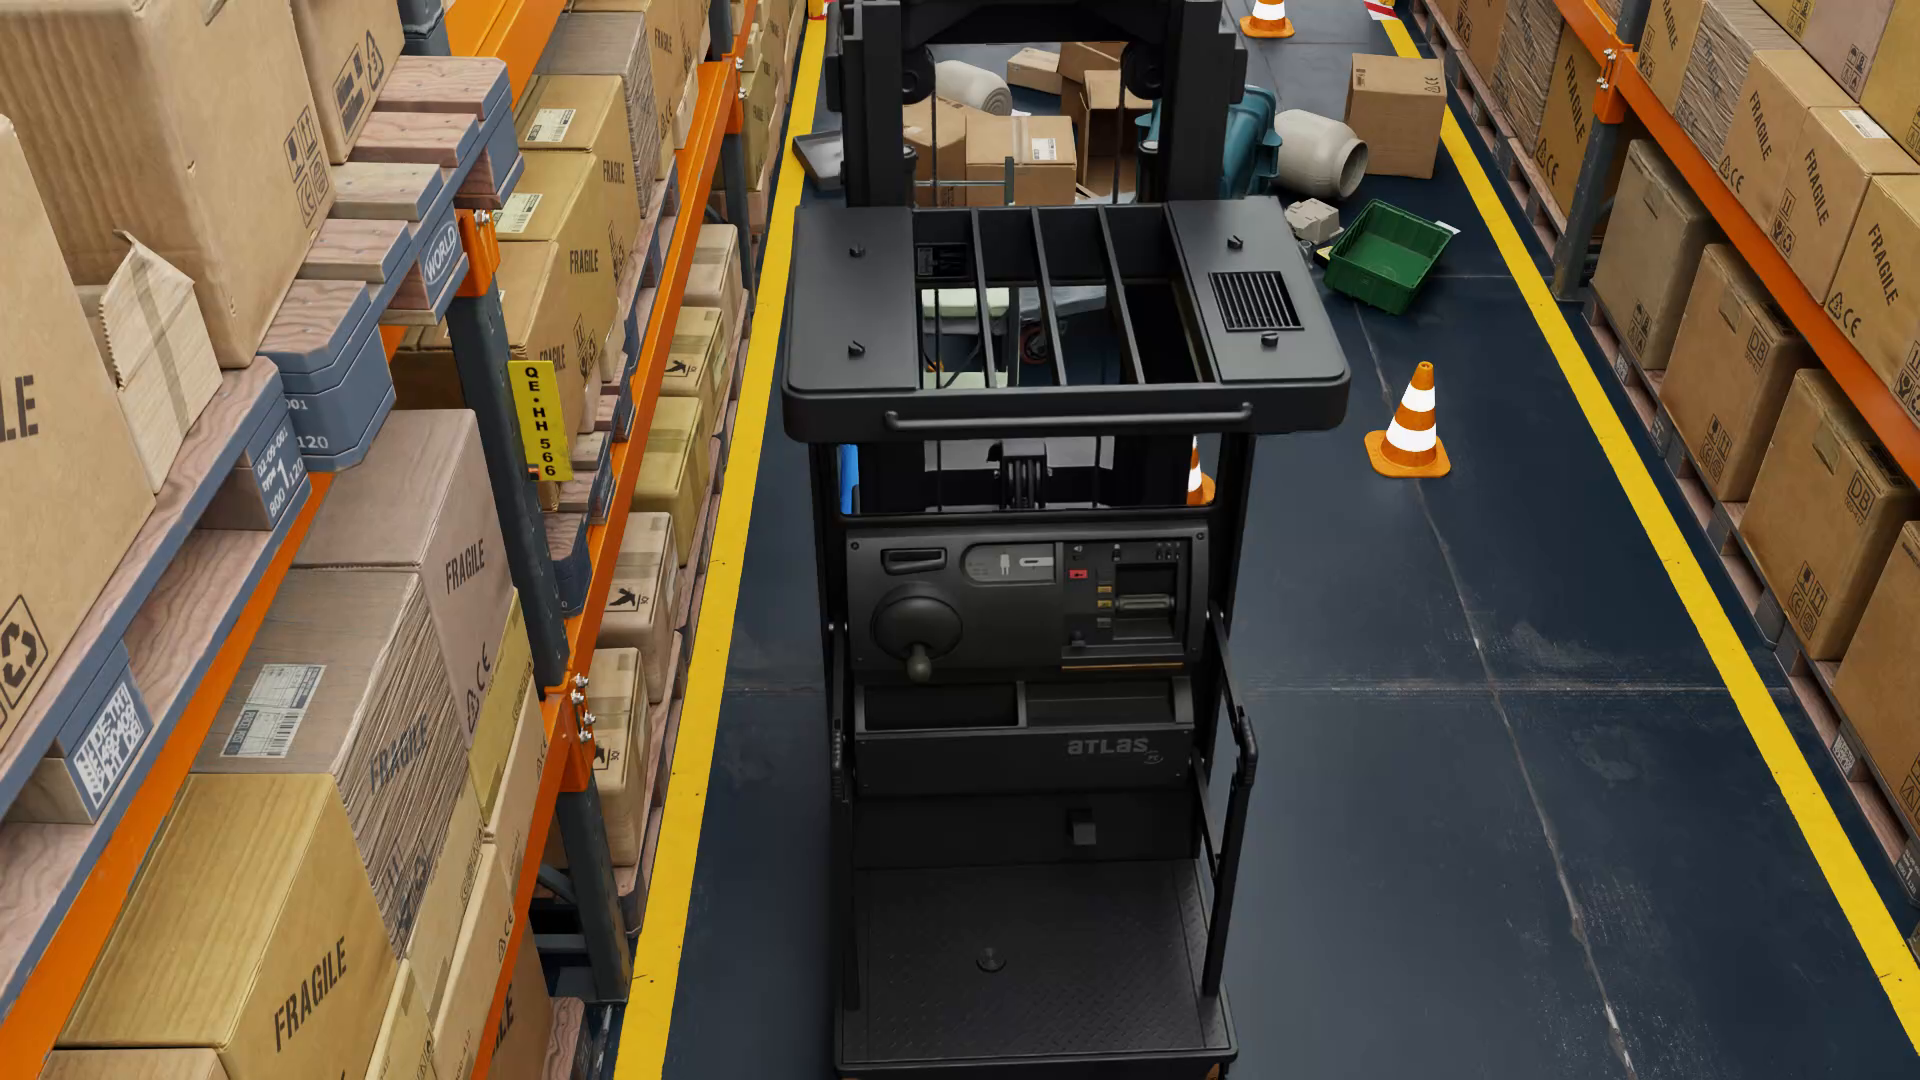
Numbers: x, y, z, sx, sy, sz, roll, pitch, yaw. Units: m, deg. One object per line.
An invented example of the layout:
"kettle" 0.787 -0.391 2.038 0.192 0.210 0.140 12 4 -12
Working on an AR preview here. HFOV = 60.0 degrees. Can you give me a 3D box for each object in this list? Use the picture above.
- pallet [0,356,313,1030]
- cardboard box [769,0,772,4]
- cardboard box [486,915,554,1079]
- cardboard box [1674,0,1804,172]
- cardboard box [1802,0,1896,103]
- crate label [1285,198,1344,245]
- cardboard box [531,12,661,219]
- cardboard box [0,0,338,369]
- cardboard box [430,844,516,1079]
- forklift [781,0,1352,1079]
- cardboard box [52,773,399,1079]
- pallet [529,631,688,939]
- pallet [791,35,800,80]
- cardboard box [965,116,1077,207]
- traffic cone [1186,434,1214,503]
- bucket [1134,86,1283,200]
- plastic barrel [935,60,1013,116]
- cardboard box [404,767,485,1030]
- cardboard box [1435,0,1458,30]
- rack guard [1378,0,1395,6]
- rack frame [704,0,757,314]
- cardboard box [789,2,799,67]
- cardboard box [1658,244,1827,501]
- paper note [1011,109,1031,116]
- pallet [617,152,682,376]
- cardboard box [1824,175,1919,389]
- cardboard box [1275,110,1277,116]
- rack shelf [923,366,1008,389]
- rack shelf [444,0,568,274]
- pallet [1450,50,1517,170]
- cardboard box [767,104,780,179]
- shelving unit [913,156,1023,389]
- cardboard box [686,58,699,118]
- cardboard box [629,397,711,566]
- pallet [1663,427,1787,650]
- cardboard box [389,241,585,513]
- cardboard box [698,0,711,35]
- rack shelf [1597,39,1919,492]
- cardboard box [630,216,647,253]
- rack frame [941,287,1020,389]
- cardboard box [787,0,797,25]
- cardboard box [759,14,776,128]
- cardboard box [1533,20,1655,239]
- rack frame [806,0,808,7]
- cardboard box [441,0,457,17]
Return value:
"pallet" -1.442 0.194 1.862 1.003 0.211 1.213 2 39 2
"cardboard box" -1.181 -2.886 8.698 0.380 0.149 0.250 2 39 3
"cardboard box" -1.583 1.286 4.110 0.875 0.875 0.875 0 39 0
"cardboard box" 3.178 -1.774 6.484 0.500 0.500 0.500 0 39 0
"cardboard box" 3.454 -1.860 5.793 0.700 0.500 0.500 0 39 0
"crate label" 1.842 -1.679 8.736 0.298 0.136 0.250 -28 46 -30
"cardboard box" -1.277 -1.382 5.423 0.500 0.500 0.500 -1 39 -2
"cardboard box" -1.309 -0.566 2.243 0.700 0.500 0.500 -2 39 -2
"cardboard box" -1.224 0.883 3.370 0.500 0.250 0.500 1 39 1
"forklift" 0.187 0.232 4.116 1.130 2.935 3.031 -2 39 -2
"cardboard box" -1.235 0.714 2.581 0.500 0.500 0.500 0 39 0
"pallet" -1.500 0.788 5.597 1.003 0.211 1.213 0 39 0
"pallet" -1.544 -3.170 10.537 1.003 0.211 1.213 0 39 0
"cardboard box" 0.275 -1.653 7.807 0.500 0.500 0.500 0 39 0
"traffic cone" 0.897 -0.368 6.839 0.336 0.463 0.334 0 39 0
"bucket" 1.139 -1.778 7.973 0.726 0.611 0.620 13 50 15
"plastic barrel" 0.007 -2.518 9.554 0.512 0.421 0.421 28 46 30
"cardboard box" -1.241 0.676 3.228 0.500 0.250 0.500 -1 39 -1
"cardboard box" 3.507 -3.791 10.446 0.875 0.875 0.875 0 39 0
"rack guard" 3.440 -3.920 11.242 1.175 0.500 0.348 0 39 0
"rack frame" -1.505 -2.313 7.237 1.000 3.000 0.127 0 39 0
"cardboard box" -1.247 -3.076 10.052 0.500 0.250 0.500 0 39 0
"cardboard box" 3.533 -0.674 6.655 1.050 0.750 0.750 0 39 0
"paper note" 0.333 -2.530 9.892 0.148 0.019 0.142 13 40 15
"pallet" -1.544 -0.974 5.720 1.003 0.211 1.213 0 39 0
"cardboard box" 3.181 -0.823 5.298 0.500 0.500 0.500 -1 39 -1
"cardboard box" 1.601 -2.386 9.515 0.396 0.266 0.258 6 39 8
"rack shelf" 0.000 -0.335 6.490 0.431 0.370 0.720 0 39 0
"rack shelf" -1.503 -1.952 4.963 1.077 0.370 4.000 0 39 0
"pallet" 3.518 -2.532 9.740 1.003 0.211 1.213 0 39 0
"cardboard box" -1.248 -2.106 8.843 0.500 0.250 0.500 2 39 3
"shelving unit" 0.000 -0.589 6.286 0.431 1.500 0.755 0 39 0
"cardboard box" -1.210 -1.731 6.376 0.380 0.149 0.250 -1 39 -1
"cardboard box" -1.495 -0.239 6.415 0.950 0.372 0.625 1 39 1
"pallet" 3.525 -0.044 6.636 1.003 0.211 1.213 0 39 0
"cardboard box" -1.269 -0.412 4.211 0.500 0.500 0.500 -1 39 -1
"cardboard box" -1.275 -2.343 6.621 0.500 0.500 0.500 -1 39 -1
"rack shelf" 3.447 -0.848 5.985 1.077 0.370 4.000 0 39 0
"cardboard box" -1.268 -1.091 5.578 0.380 0.149 0.250 1 39 1
"rack frame" 0.000 -0.361 6.001 0.400 1.500 0.023 0 39 0
"cardboard box" -1.244 -3.370 9.820 0.500 0.500 0.500 1 39 2
"cardboard box" -1.248 -2.400 8.609 0.500 0.500 0.500 1 39 2
"cardboard box" 3.514 -2.107 8.344 0.875 0.875 0.875 1 39 1
"rack frame" -1.510 -4.814 10.358 1.000 3.000 0.127 0 39 0
"cardboard box" -1.331 -1.286 3.665 0.396 0.266 0.258 0 39 0
